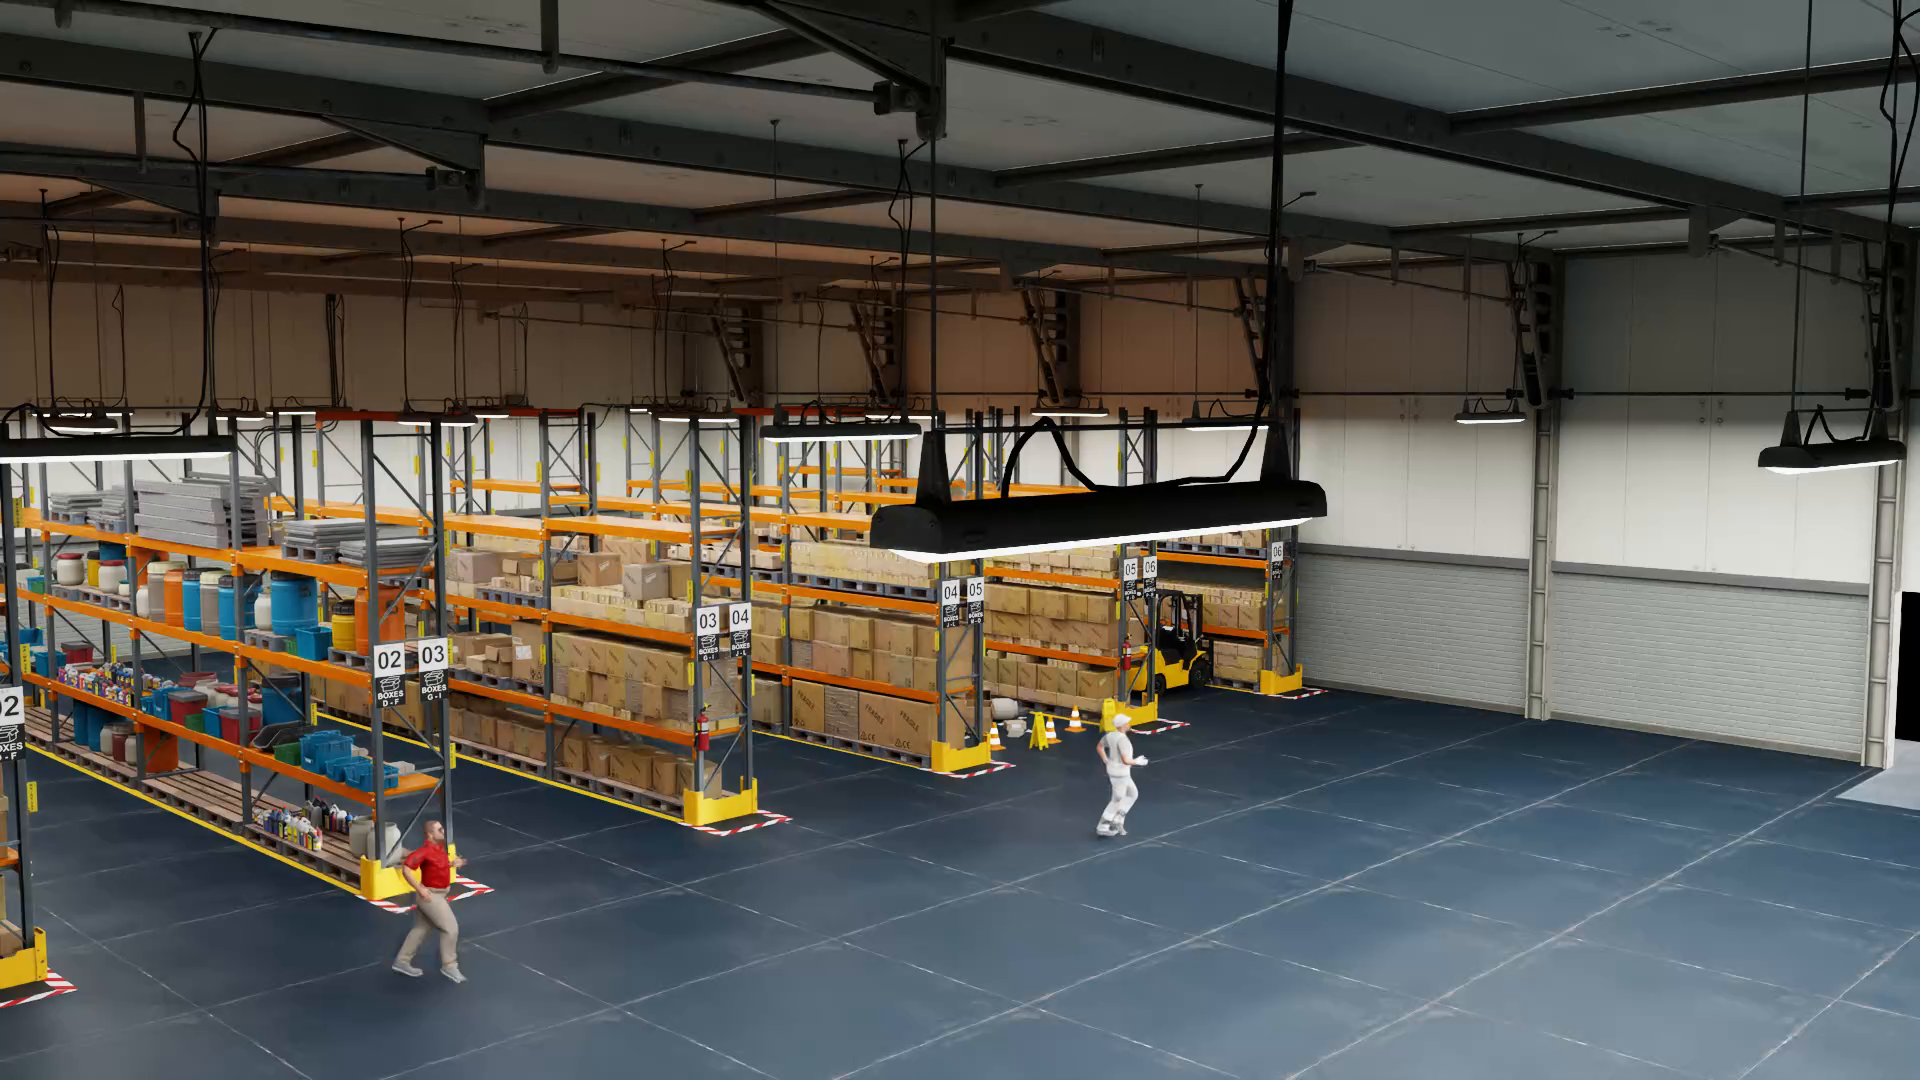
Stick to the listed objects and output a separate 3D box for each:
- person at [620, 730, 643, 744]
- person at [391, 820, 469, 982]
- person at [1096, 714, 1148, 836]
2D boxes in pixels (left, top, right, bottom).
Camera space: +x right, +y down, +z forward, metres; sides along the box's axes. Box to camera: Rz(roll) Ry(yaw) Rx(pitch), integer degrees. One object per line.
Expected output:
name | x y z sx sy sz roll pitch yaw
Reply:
person | -5.888 2.807 30.000 0.665 1.760 0.699 4 7 40
person | -5.720 3.901 17.914 0.811 1.803 0.629 -1 5 -16
person | 2.296 3.357 23.639 0.715 1.794 0.640 -1 5 -7
